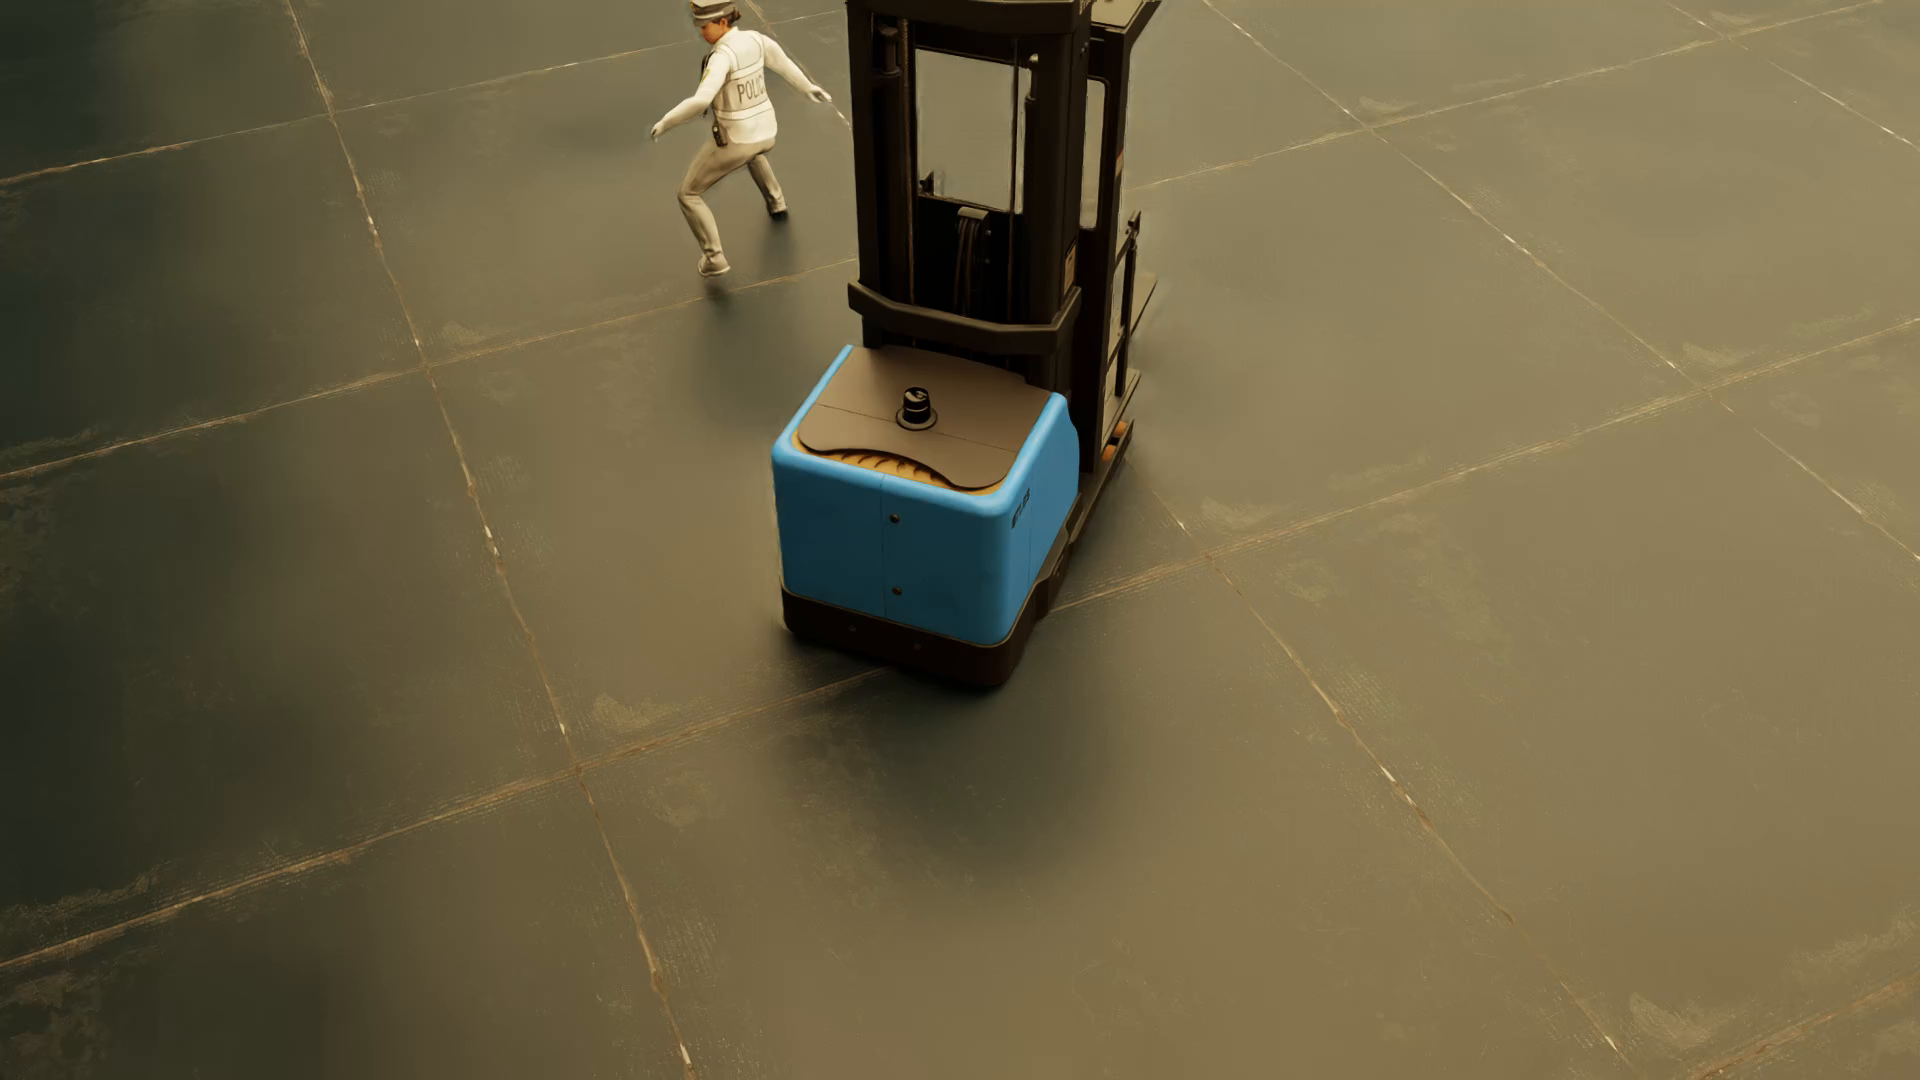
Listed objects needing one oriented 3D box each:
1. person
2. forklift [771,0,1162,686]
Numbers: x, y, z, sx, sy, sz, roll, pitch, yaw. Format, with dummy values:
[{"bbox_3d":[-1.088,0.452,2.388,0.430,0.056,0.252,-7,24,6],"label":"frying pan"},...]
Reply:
[{"bbox_3d":[-1.202,-2.261,9.207,0.521,1.589,1.098,26,49,25],"label":"person"},{"bbox_3d":[0.219,-1.470,7.255,1.130,2.935,3.031,14,45,15],"label":"forklift"}]
